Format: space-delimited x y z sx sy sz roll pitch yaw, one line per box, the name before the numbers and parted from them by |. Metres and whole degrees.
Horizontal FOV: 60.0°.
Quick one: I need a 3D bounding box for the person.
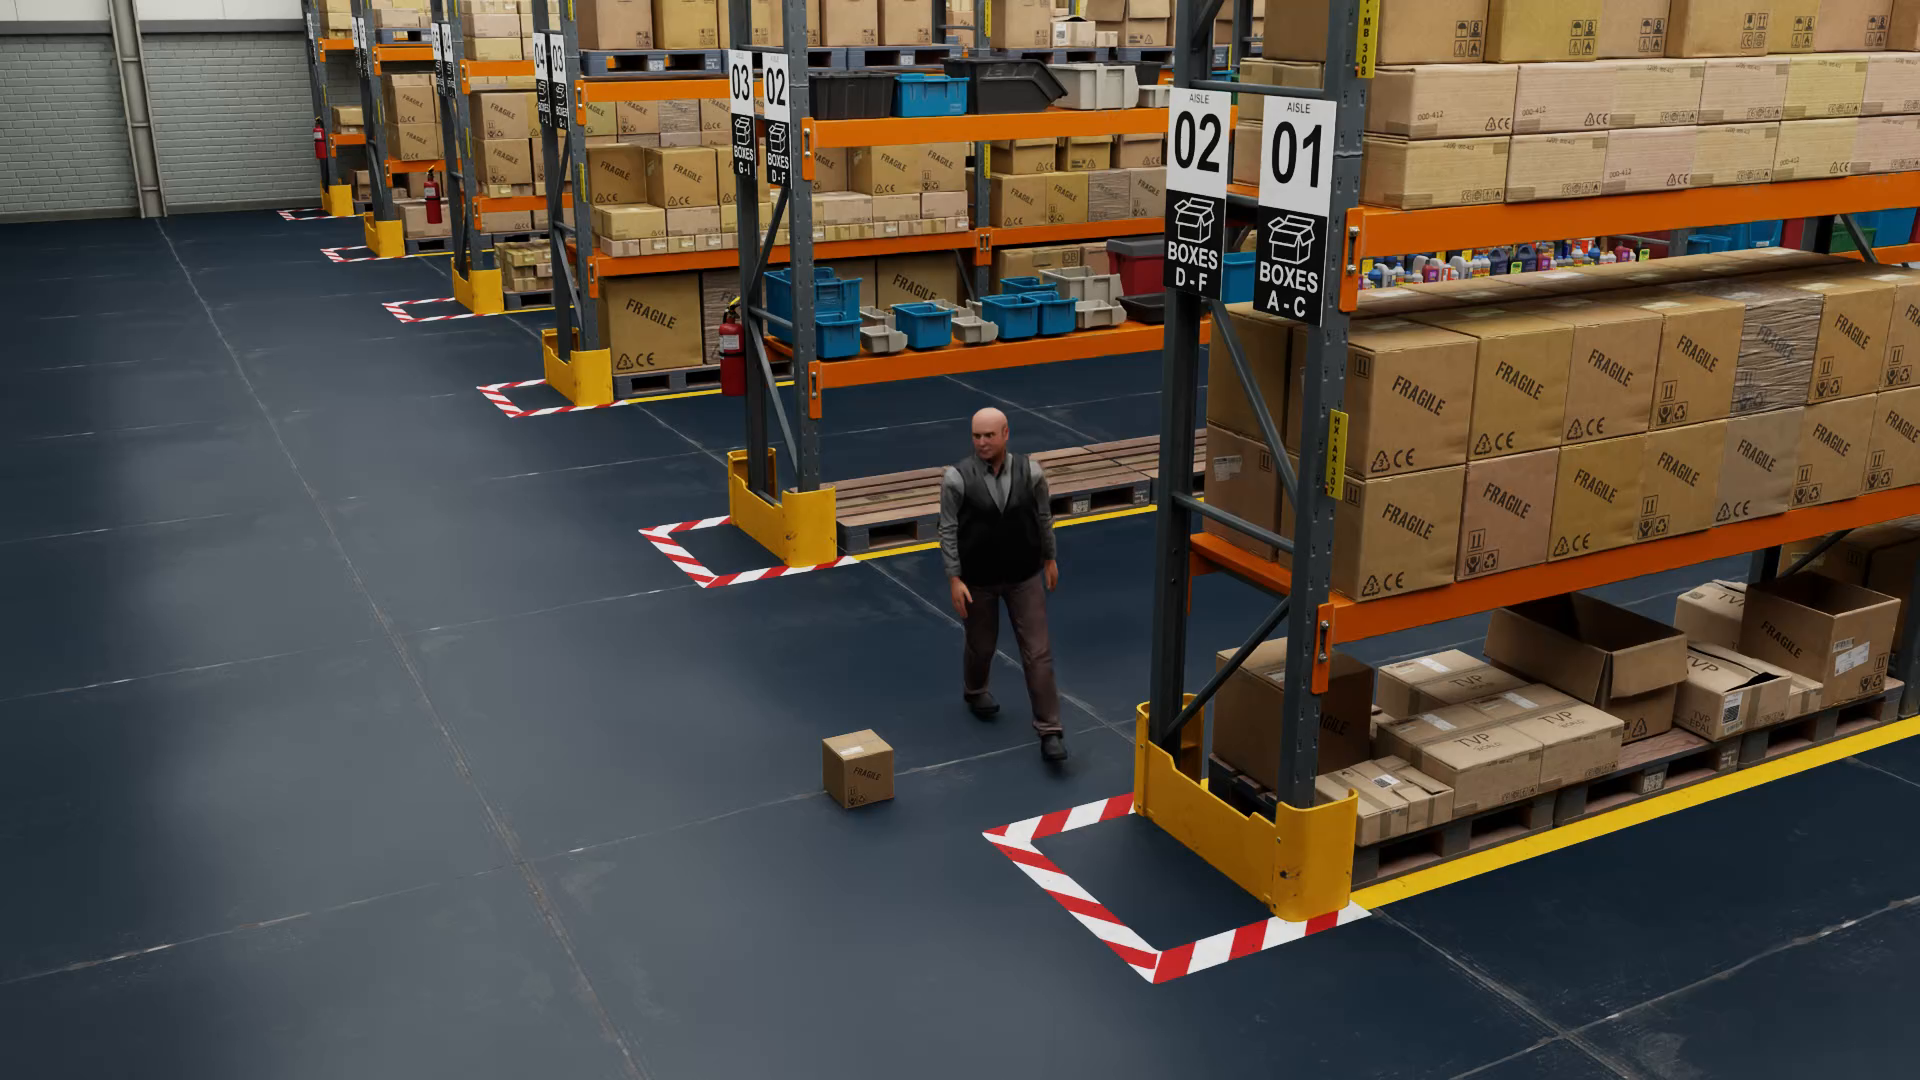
person | 0.212 0.187 8.061 0.619 1.670 0.949 -3 18 -8
